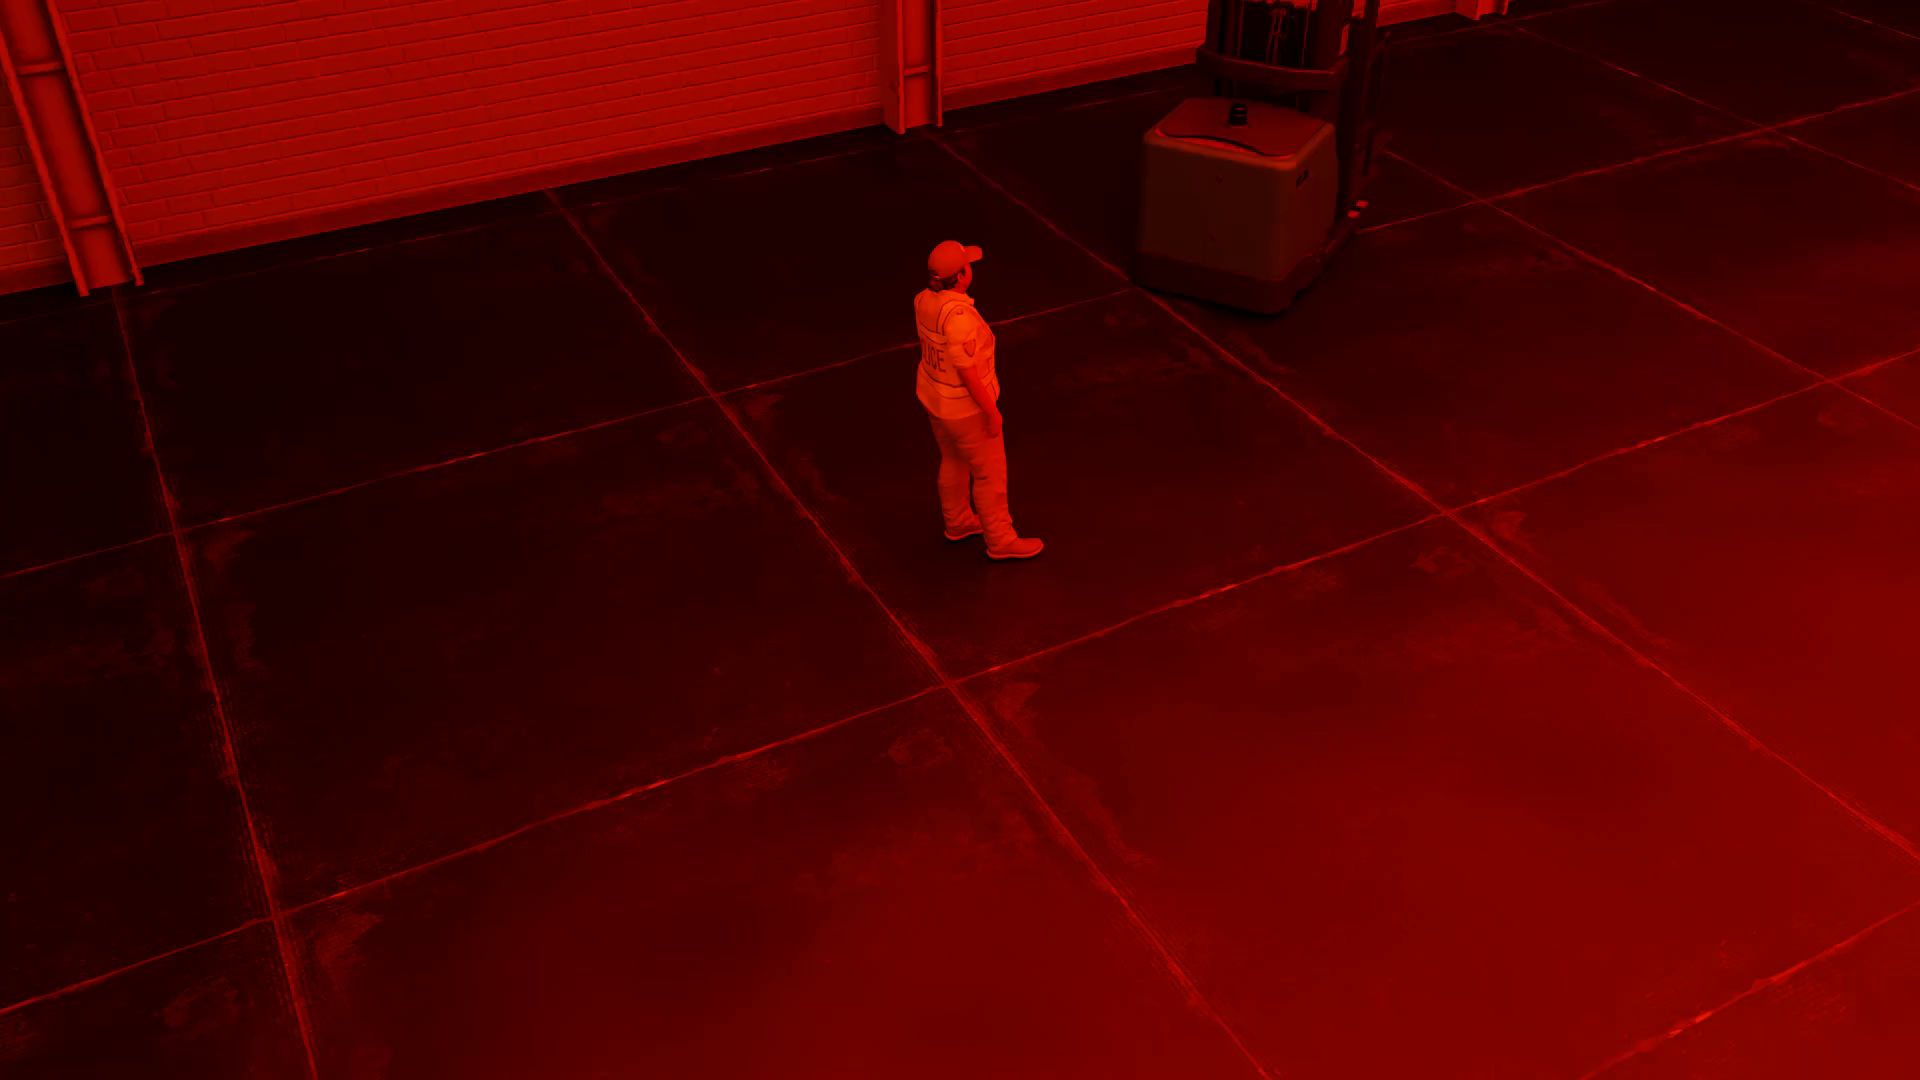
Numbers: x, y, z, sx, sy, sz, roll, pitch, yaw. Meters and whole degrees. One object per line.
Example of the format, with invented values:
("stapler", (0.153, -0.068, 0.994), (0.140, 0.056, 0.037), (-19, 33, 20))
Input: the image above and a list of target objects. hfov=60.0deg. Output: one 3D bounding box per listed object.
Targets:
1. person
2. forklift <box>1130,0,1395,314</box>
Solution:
("person", (0.078, -0.696, 8.189), (0.529, 1.670, 0.598), (-17, 39, -23))
("forklift", (2.283, -3.462, 11.020), (1.130, 2.935, 3.031), (18, 39, 23))
